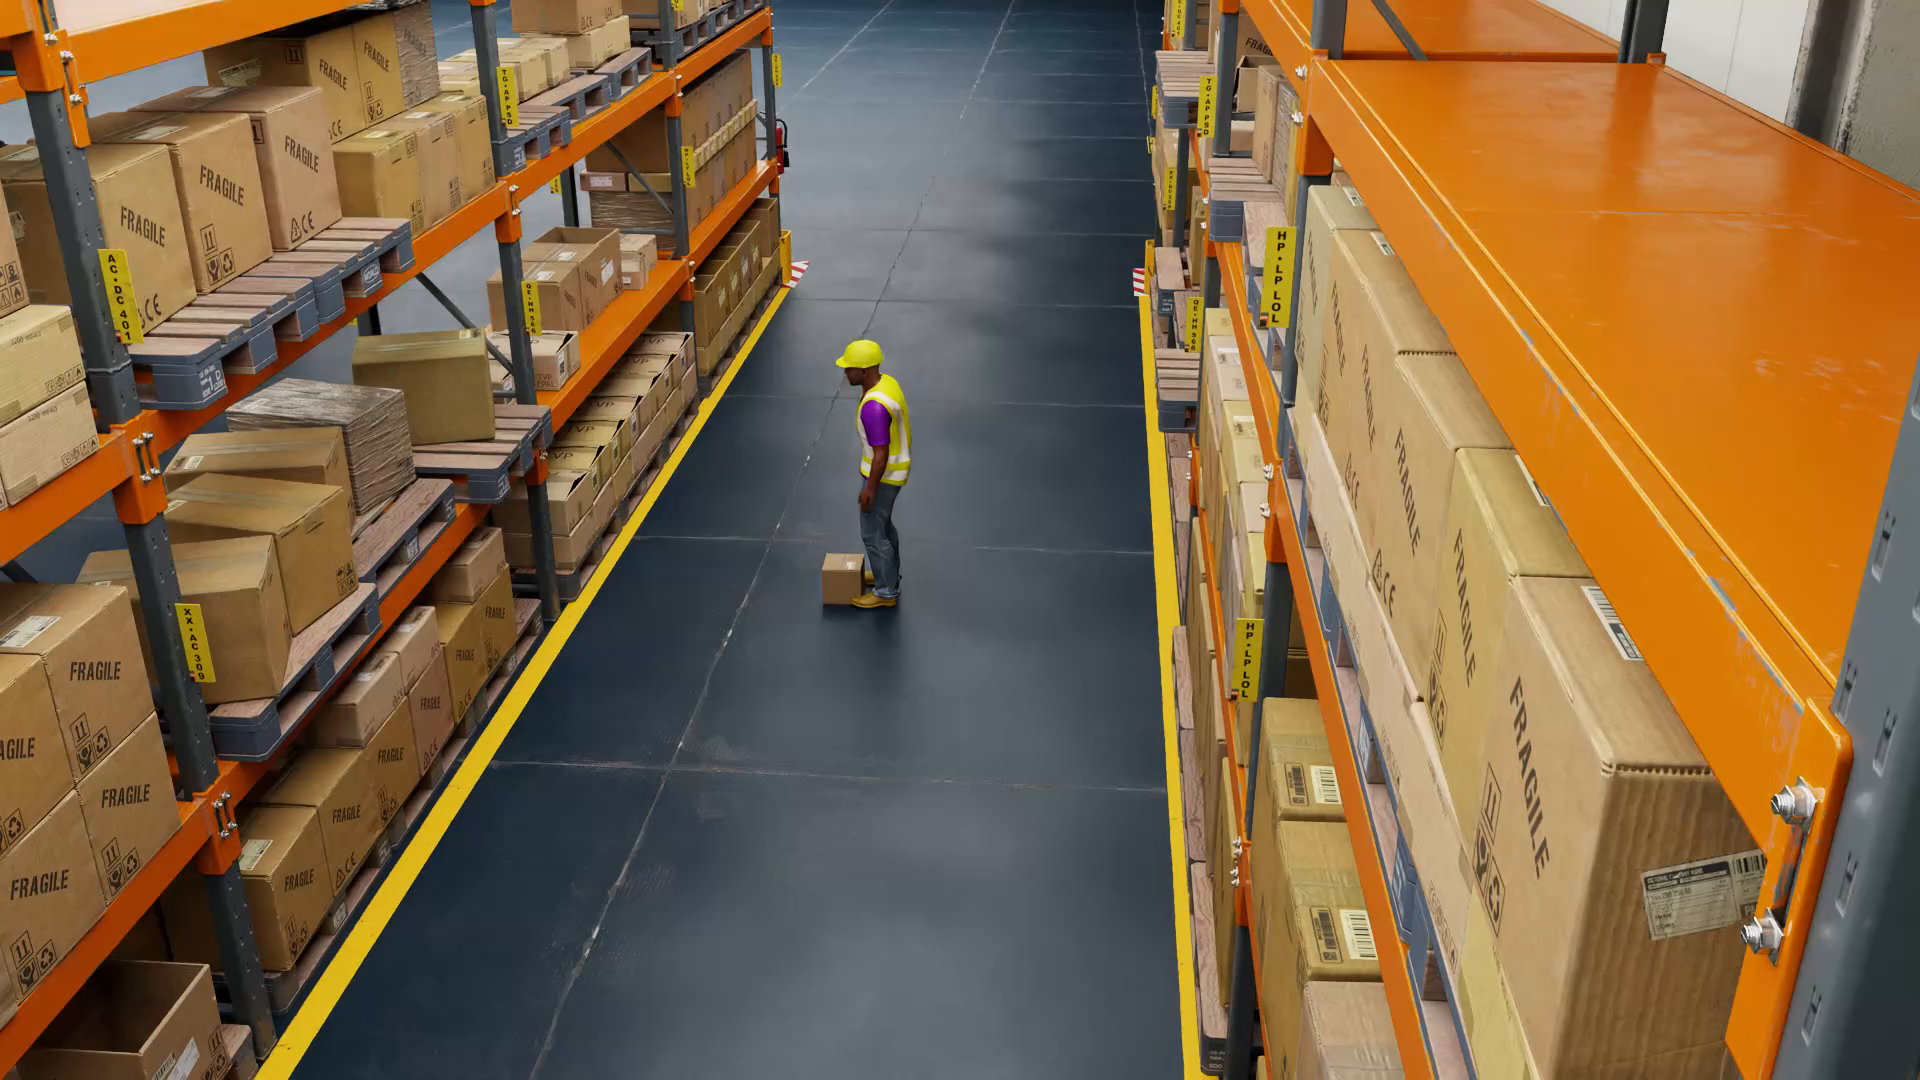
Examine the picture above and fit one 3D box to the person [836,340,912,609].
[{"bbox_3d":[-0.532,-0.424,10.521,0.456,1.757,0.637,1,24,2],"label":"person"}]
